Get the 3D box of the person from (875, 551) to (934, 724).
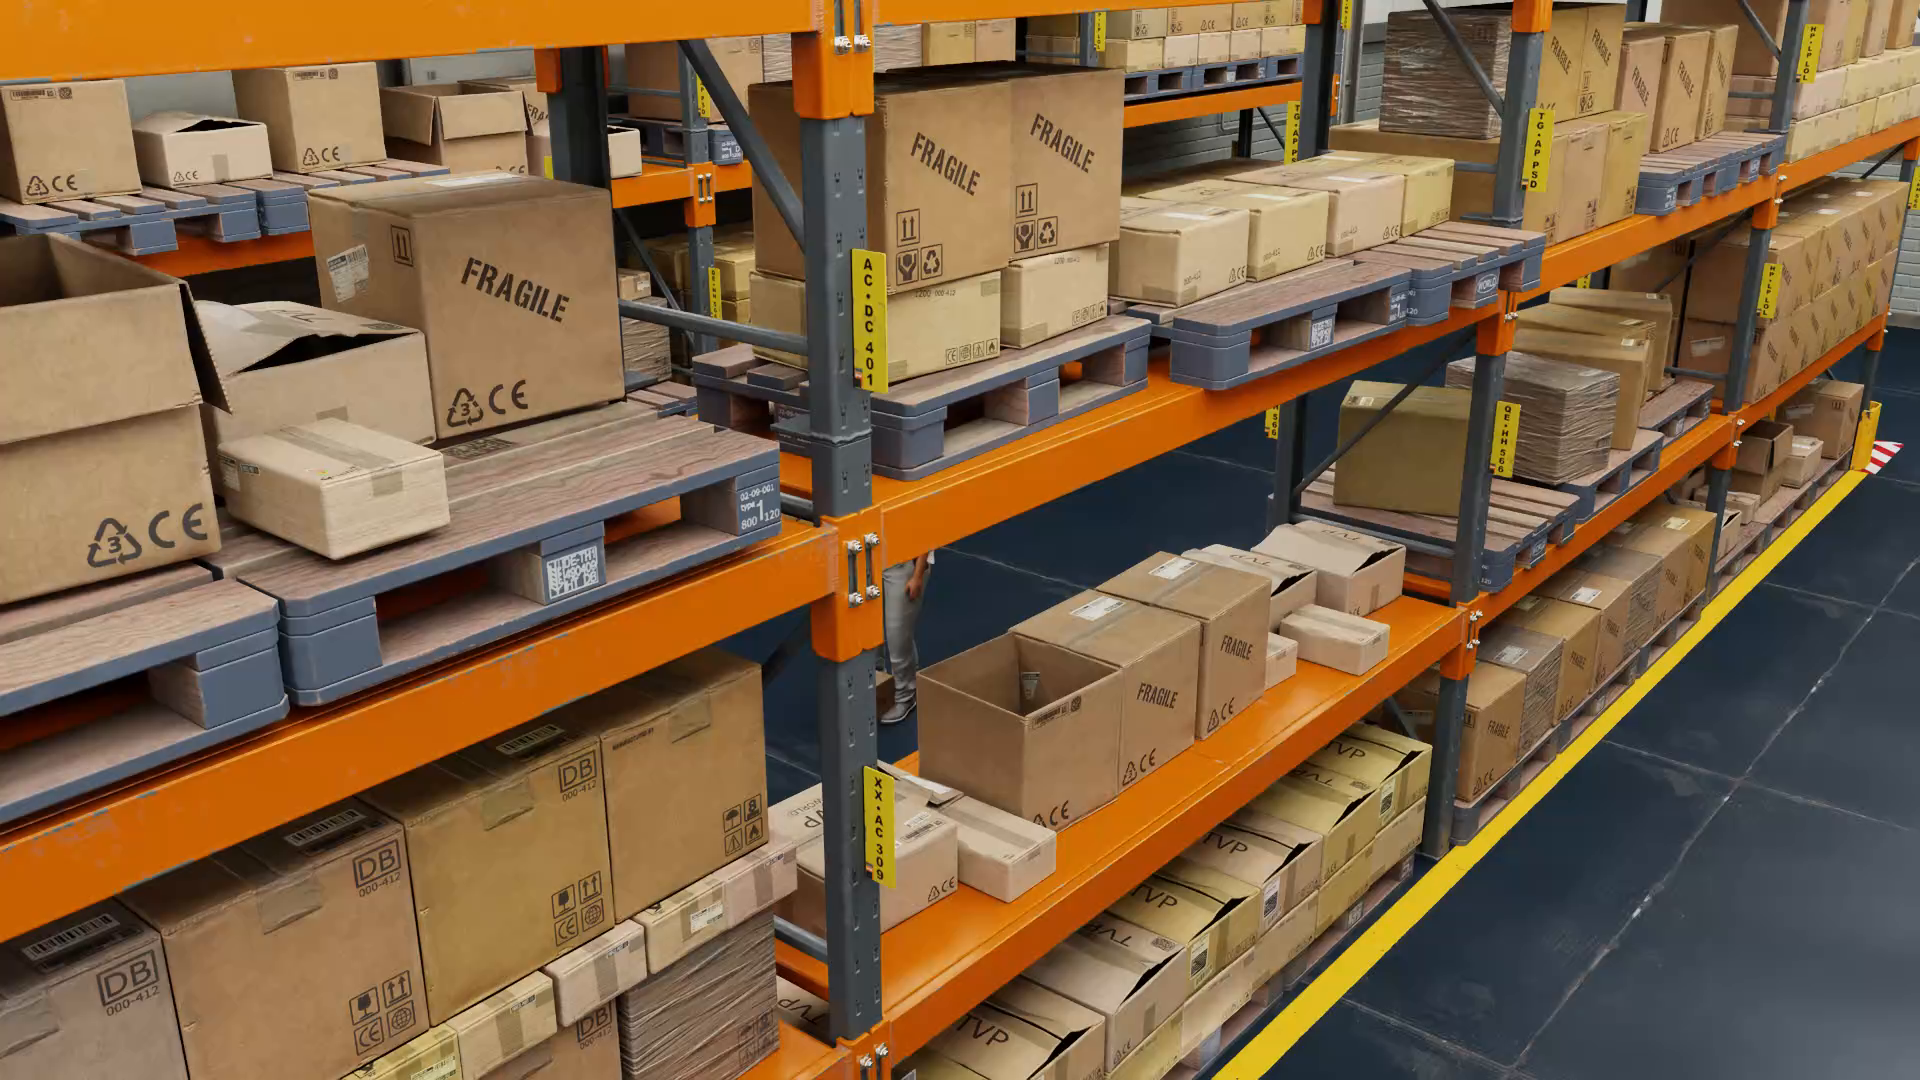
[{"bbox_3d":[-0.402,0.157,9.143,0.539,1.667,0.466,16,26,37],"label":"person"}]
